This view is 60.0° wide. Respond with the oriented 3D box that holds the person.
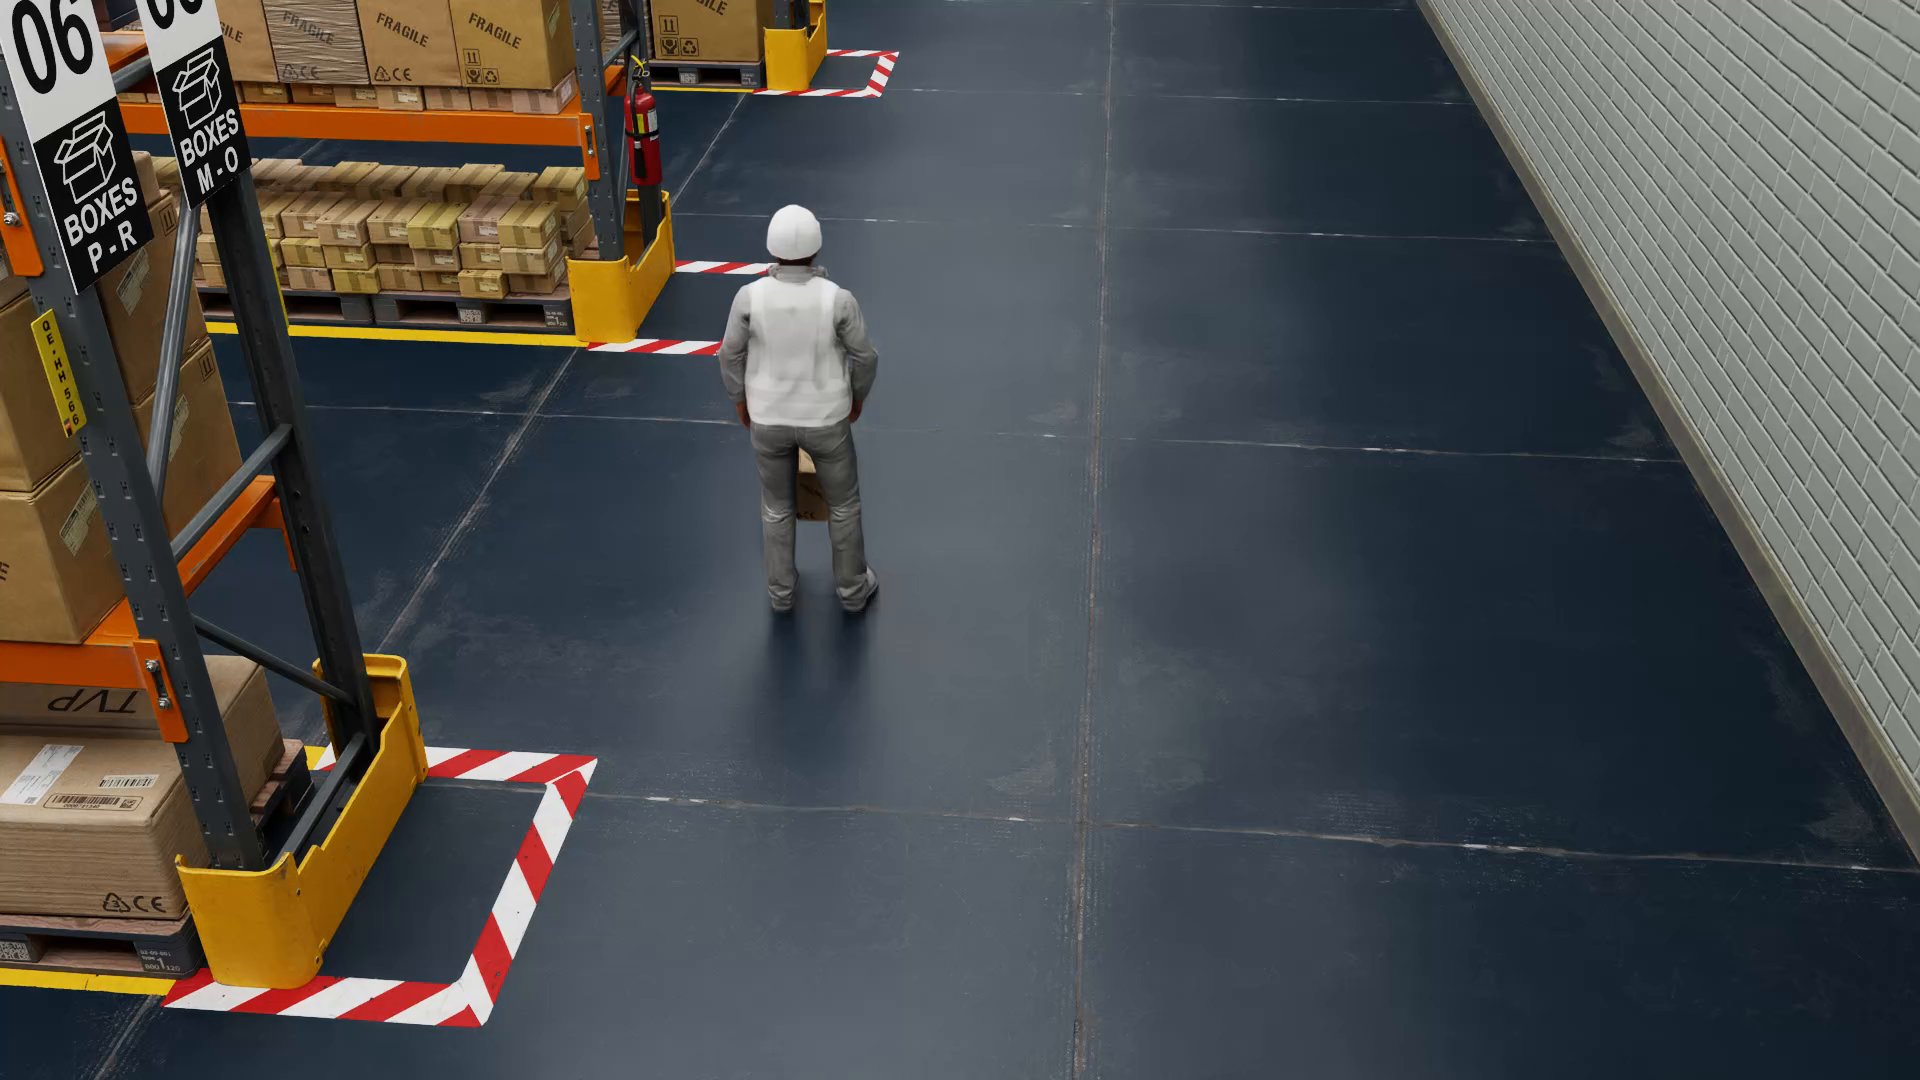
[{"bbox_3d":[-0.663,-0.535,6.990,0.654,1.755,0.483,2,32,3],"label":"person"}]
